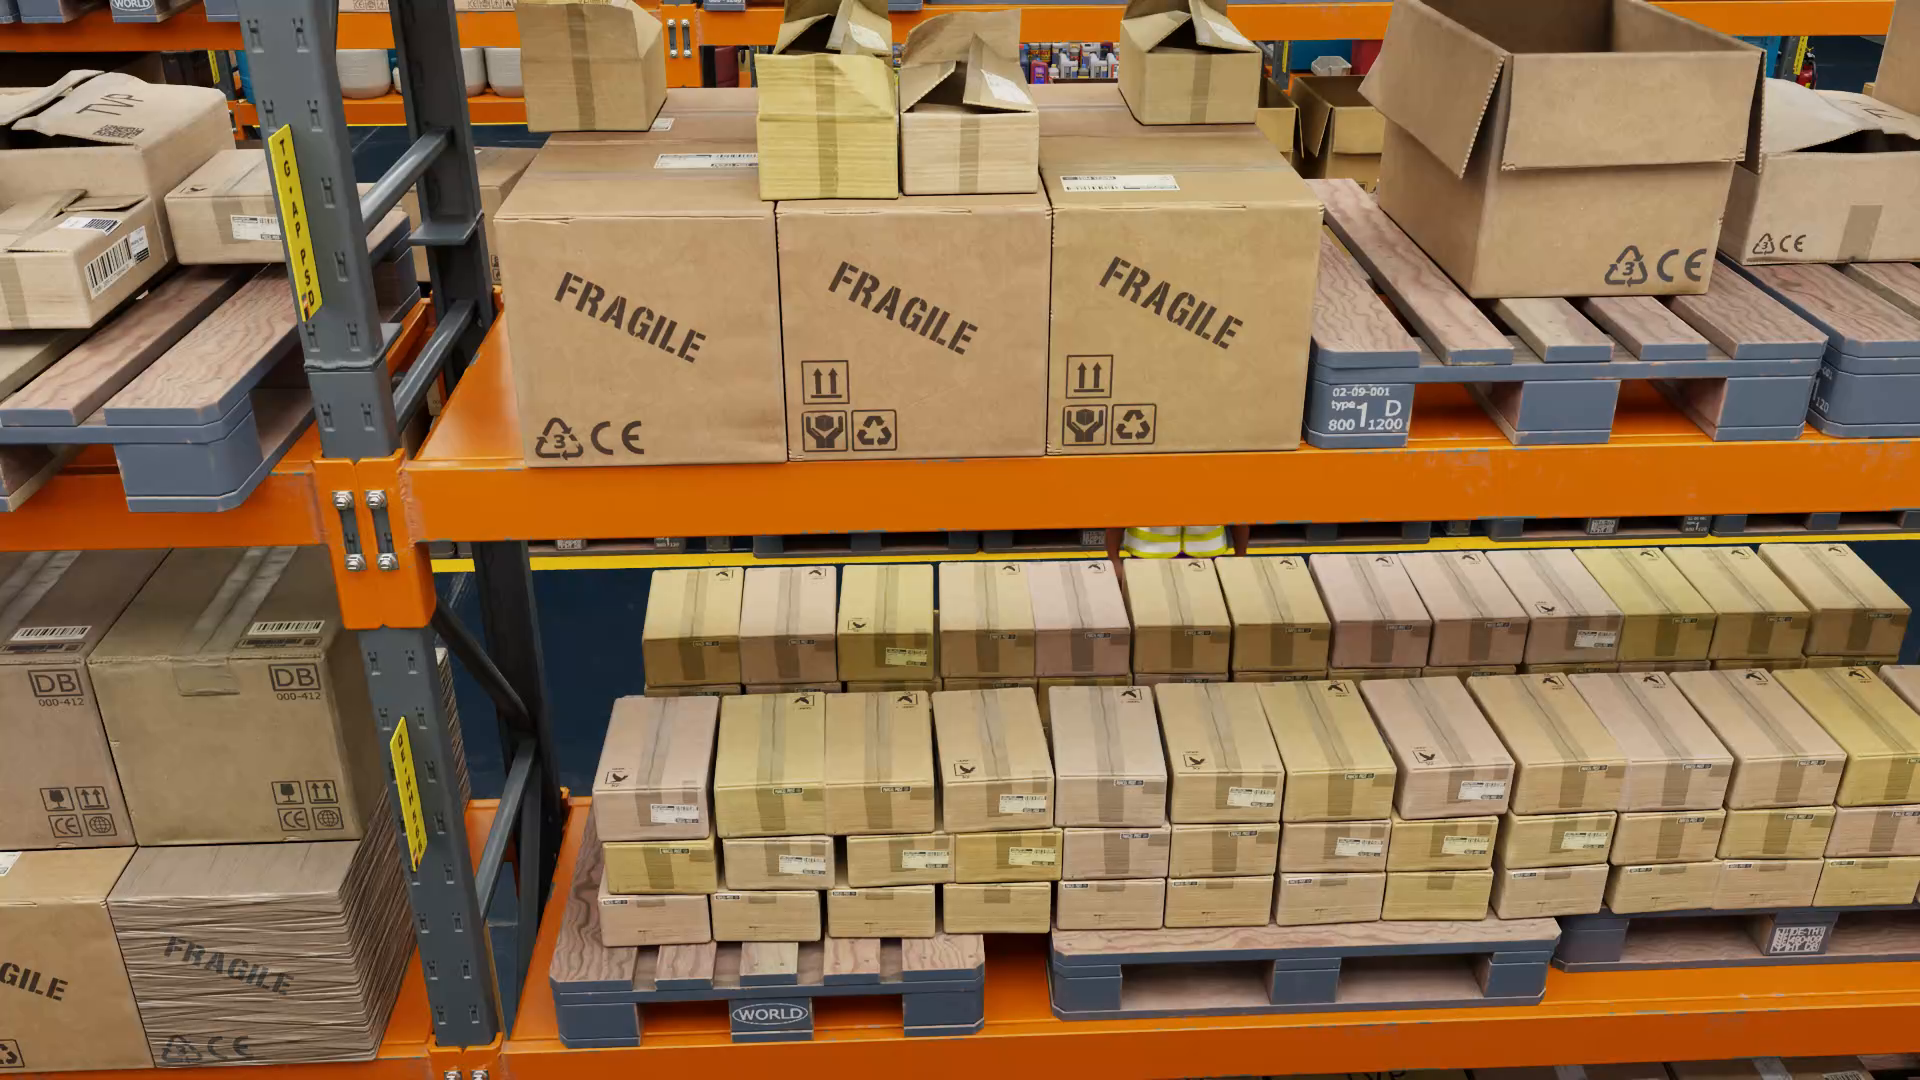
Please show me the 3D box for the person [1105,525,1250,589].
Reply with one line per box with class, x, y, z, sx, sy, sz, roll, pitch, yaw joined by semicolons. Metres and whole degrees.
person;0.906;0.086;6.934;0.613;1.760;0.455;-2;27;-4
